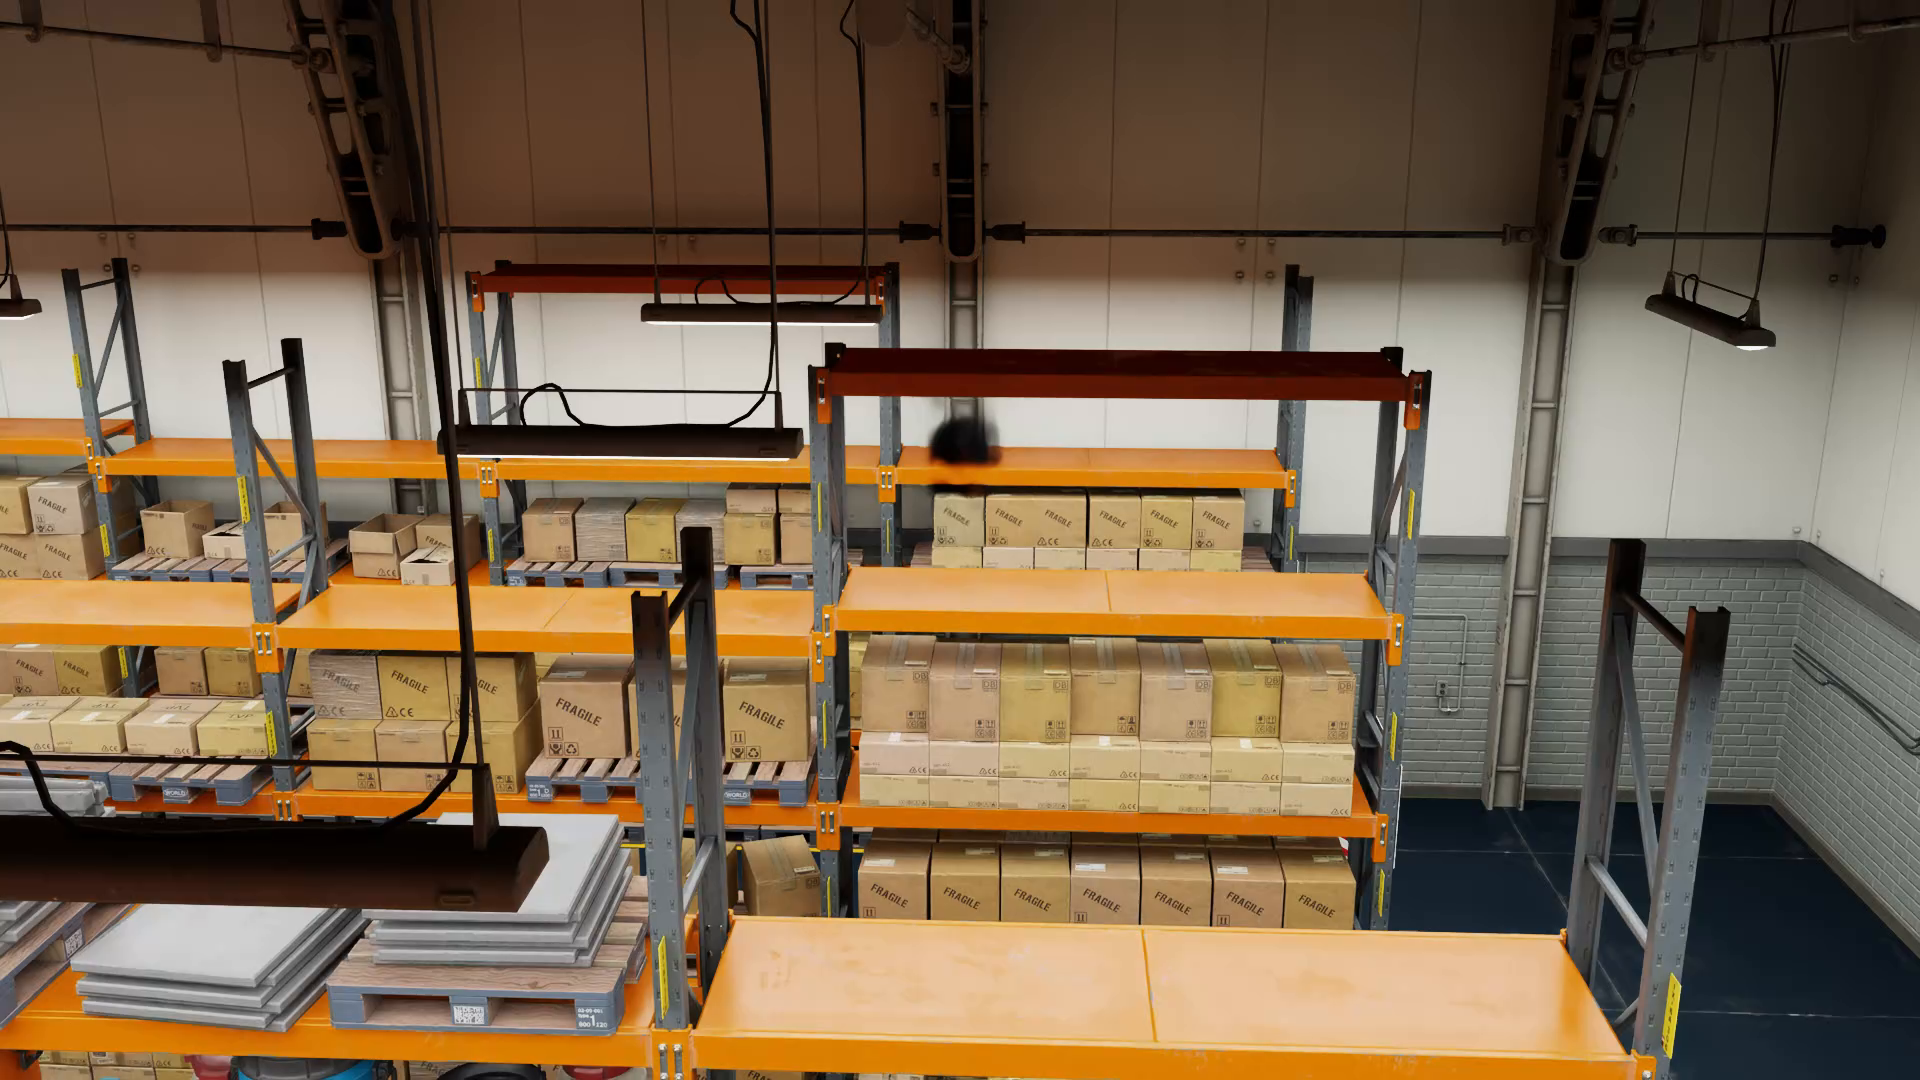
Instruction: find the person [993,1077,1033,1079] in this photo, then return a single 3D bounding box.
[{"bbox_3d":[0.331,4.230,10.919,0.621,1.733,0.679,-3,16,-10],"label":"person"}]
